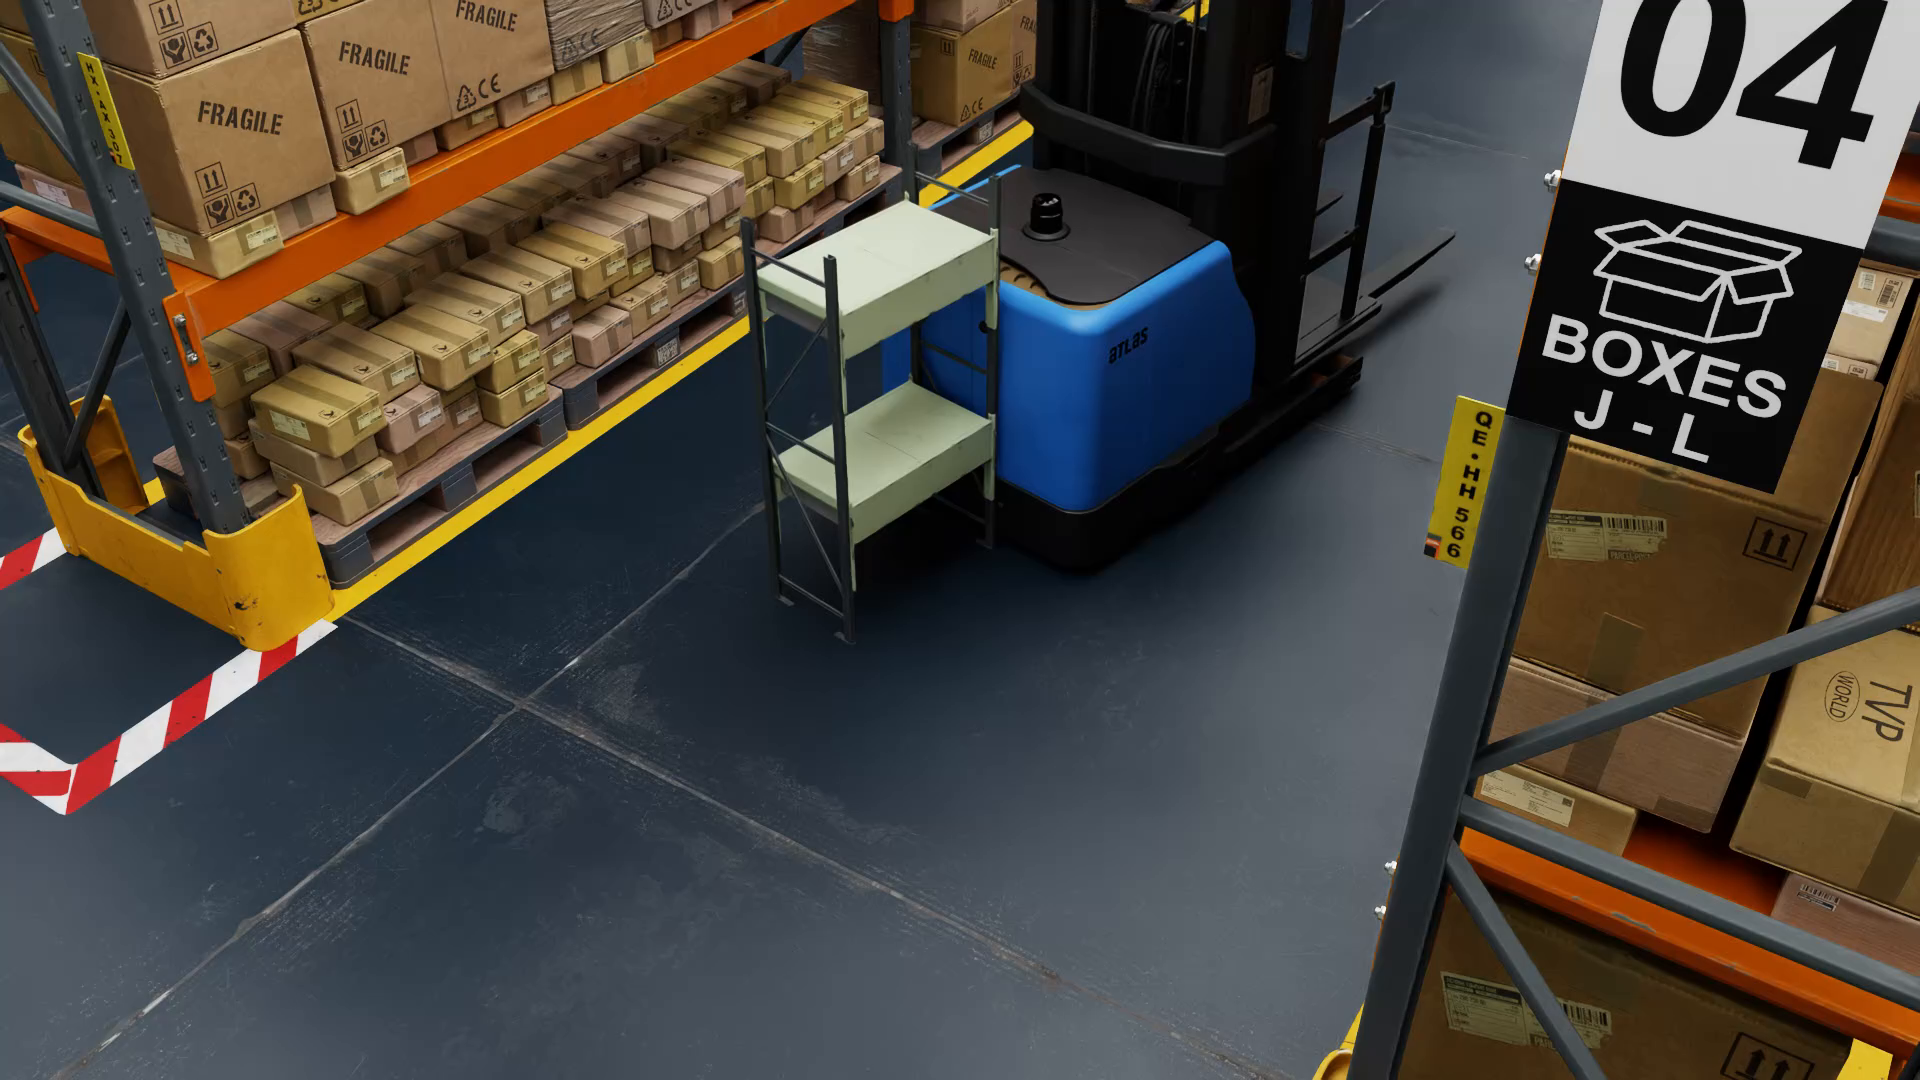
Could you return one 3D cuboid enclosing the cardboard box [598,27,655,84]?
[{"bbox_3d":[-1.426,-1.935,6.509,0.380,0.149,0.250,22,43,26],"label":"cardboard box"}]

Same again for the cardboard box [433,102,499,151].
[{"bbox_3d":[-1.906,-1.562,6.025,0.380,0.149,0.250,21,42,25],"label":"cardboard box"}]

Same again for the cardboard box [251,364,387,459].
[{"bbox_3d":[-2.269,-0.458,5.891,0.380,0.149,0.250,19,42,23],"label":"cardboard box"}]

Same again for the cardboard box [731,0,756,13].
[{"bbox_3d":[-1.085,-2.367,7.070,0.380,0.149,0.250,20,42,24],"label":"cardboard box"}]

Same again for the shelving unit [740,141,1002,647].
[{"bbox_3d":[-0.269,-0.475,5.638,0.431,1.500,0.755,29,46,32],"label":"shelving unit"}]

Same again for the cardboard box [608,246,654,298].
[{"bbox_3d":[-1.534,-1.199,7.096,0.380,0.149,0.250,23,43,27],"label":"cardboard box"}]

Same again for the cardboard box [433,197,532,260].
[{"bbox_3d":[-2.028,-1.309,6.995,0.380,0.149,0.250,20,42,24],"label":"cardboard box"}]

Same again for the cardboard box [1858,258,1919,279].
[{"bbox_3d":[2.423,-1.084,4.465,0.500,0.500,0.500,20,42,24],"label":"cardboard box"}]

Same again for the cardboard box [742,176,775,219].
[{"bbox_3d":[-1.074,-1.592,7.606,0.380,0.149,0.250,22,43,26],"label":"cardboard box"}]

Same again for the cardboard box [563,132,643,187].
[{"bbox_3d":[-1.670,-1.735,7.548,0.380,0.149,0.250,22,43,26],"label":"cardboard box"}]

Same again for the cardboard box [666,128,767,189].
[{"bbox_3d":[-1.100,-1.709,7.513,0.380,0.149,0.250,23,43,27],"label":"cardboard box"}]

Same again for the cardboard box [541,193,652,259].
[{"bbox_3d":[-1.527,-1.303,6.988,0.380,0.149,0.250,21,42,25],"label":"cardboard box"}]

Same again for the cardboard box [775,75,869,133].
[{"bbox_3d":[-0.664,-2.092,8.011,0.380,0.149,0.250,22,43,26],"label":"cardboard box"}]

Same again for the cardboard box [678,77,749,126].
[{"bbox_3d":[-1.251,-2.128,8.058,0.380,0.149,0.250,23,43,27],"label":"cardboard box"}]

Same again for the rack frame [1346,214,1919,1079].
[{"bbox_3d":[1.297,0.649,2.952,1.000,3.000,0.127,21,42,25],"label":"rack frame"}]

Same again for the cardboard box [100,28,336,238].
[{"bbox_3d":[-2.363,-1.324,5.185,0.500,0.500,0.500,23,43,27],"label":"cardboard box"}]

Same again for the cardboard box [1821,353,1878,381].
[{"bbox_3d":[1.878,-0.270,4.023,0.500,0.250,0.500,20,42,24],"label":"cardboard box"}]

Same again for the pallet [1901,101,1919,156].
[{"bbox_3d":[1.686,-0.890,2.563,1.003,0.211,1.213,21,42,25],"label":"pallet"}]

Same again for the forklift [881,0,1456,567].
[{"bbox_3d":[1.052,-1.879,6.287,1.130,2.935,3.031,29,46,32],"label":"forklift"}]

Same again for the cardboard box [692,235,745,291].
[{"bbox_3d":[-1.170,-1.278,7.442,0.380,0.149,0.250,21,42,25],"label":"cardboard box"}]

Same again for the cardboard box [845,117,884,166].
[{"bbox_3d":[-0.594,-1.977,8.105,0.380,0.149,0.250,22,43,26],"label":"cardboard box"}]

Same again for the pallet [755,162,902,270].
[{"bbox_3d":[-1.023,-1.626,8.186,1.003,0.211,1.213,21,42,25],"label":"pallet"}]

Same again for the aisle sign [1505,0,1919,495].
[{"bbox_3d":[1.006,-0.442,2.237,0.394,0.787,0.004,21,42,25],"label":"aisle sign"}]

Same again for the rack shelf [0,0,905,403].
[{"bbox_3d":[-1.765,-1.772,6.681,1.077,0.370,4.000,21,42,25],"label":"rack shelf"}]

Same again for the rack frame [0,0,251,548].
[{"bbox_3d":[-2.837,-1.026,5.124,1.000,3.000,0.127,21,42,25],"label":"rack frame"}]

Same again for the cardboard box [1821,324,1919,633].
[{"bbox_3d":[2.050,-0.124,3.218,0.500,0.500,0.500,20,42,24],"label":"cardboard box"}]

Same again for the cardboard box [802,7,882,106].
[{"bbox_3d":[-0.510,-2.728,9.036,0.500,0.500,0.500,20,42,24],"label":"cardboard box"}]

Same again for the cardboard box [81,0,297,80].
[{"bbox_3d":[-2.372,-1.724,4.885,0.500,0.500,0.500,21,42,25],"label":"cardboard box"}]

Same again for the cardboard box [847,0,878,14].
[{"bbox_3d":[-0.508,-3.028,8.810,0.500,0.250,0.500,20,42,24],"label":"cardboard box"}]

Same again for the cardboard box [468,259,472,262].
[{"bbox_3d":[-2.098,-1.212,7.113,0.380,0.149,0.250,23,43,27],"label":"cardboard box"}]

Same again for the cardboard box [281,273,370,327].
[{"bbox_3d":[-2.552,-0.940,6.517,0.380,0.149,0.250,20,42,24],"label":"cardboard box"}]

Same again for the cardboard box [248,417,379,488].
[{"bbox_3d":[-2.339,-0.367,6.017,0.380,0.149,0.250,23,43,27],"label":"cardboard box"}]

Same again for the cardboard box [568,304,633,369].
[{"bbox_3d":[-1.595,-0.879,6.924,0.380,0.149,0.250,19,42,23],"label":"cardboard box"}]

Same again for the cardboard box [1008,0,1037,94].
[{"bbox_3d":[0.208,-2.832,9.170,0.500,0.500,0.500,23,43,27],"label":"cardboard box"}]

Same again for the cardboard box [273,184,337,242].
[{"bbox_3d":[-2.285,-1.131,5.466,0.380,0.149,0.250,23,43,27],"label":"cardboard box"}]

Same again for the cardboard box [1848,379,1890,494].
[{"bbox_3d":[2.328,-0.097,3.798,0.500,0.250,0.500,20,42,24],"label":"cardboard box"}]

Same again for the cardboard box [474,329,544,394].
[{"bbox_3d":[-1.859,-0.742,6.503,0.380,0.149,0.250,23,43,26],"label":"cardboard box"}]

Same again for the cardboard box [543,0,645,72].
[{"bbox_3d":[-1.556,-2.122,6.220,0.500,0.500,0.500,20,42,24],"label":"cardboard box"}]

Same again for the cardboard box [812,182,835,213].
[{"bbox_3d":[-0.826,-1.705,7.996,0.380,0.149,0.250,22,43,26],"label":"cardboard box"}]

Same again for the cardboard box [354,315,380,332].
[{"bbox_3d":[-2.518,-0.815,6.597,0.380,0.149,0.250,19,42,23],"label":"cardboard box"}]

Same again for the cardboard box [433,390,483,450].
[{"bbox_3d":[-2.087,-0.520,6.459,0.380,0.149,0.250,22,43,26],"label":"cardboard box"}]

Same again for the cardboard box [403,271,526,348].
[{"bbox_3d":[-1.917,-0.882,6.441,0.380,0.149,0.250,19,42,23],"label":"cardboard box"}]

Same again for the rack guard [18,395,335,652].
[{"bbox_3d":[-2.796,-0.075,5.938,1.175,0.500,0.348,21,42,25],"label":"rack guard"}]

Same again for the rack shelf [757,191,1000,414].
[{"bbox_3d":[-0.269,-0.784,5.400,0.431,0.370,0.720,29,46,32],"label":"rack shelf"}]

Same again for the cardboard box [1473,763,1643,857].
[{"bbox_3d":[1.210,0.457,3.406,0.380,0.149,0.250,22,43,26],"label":"cardboard box"}]
